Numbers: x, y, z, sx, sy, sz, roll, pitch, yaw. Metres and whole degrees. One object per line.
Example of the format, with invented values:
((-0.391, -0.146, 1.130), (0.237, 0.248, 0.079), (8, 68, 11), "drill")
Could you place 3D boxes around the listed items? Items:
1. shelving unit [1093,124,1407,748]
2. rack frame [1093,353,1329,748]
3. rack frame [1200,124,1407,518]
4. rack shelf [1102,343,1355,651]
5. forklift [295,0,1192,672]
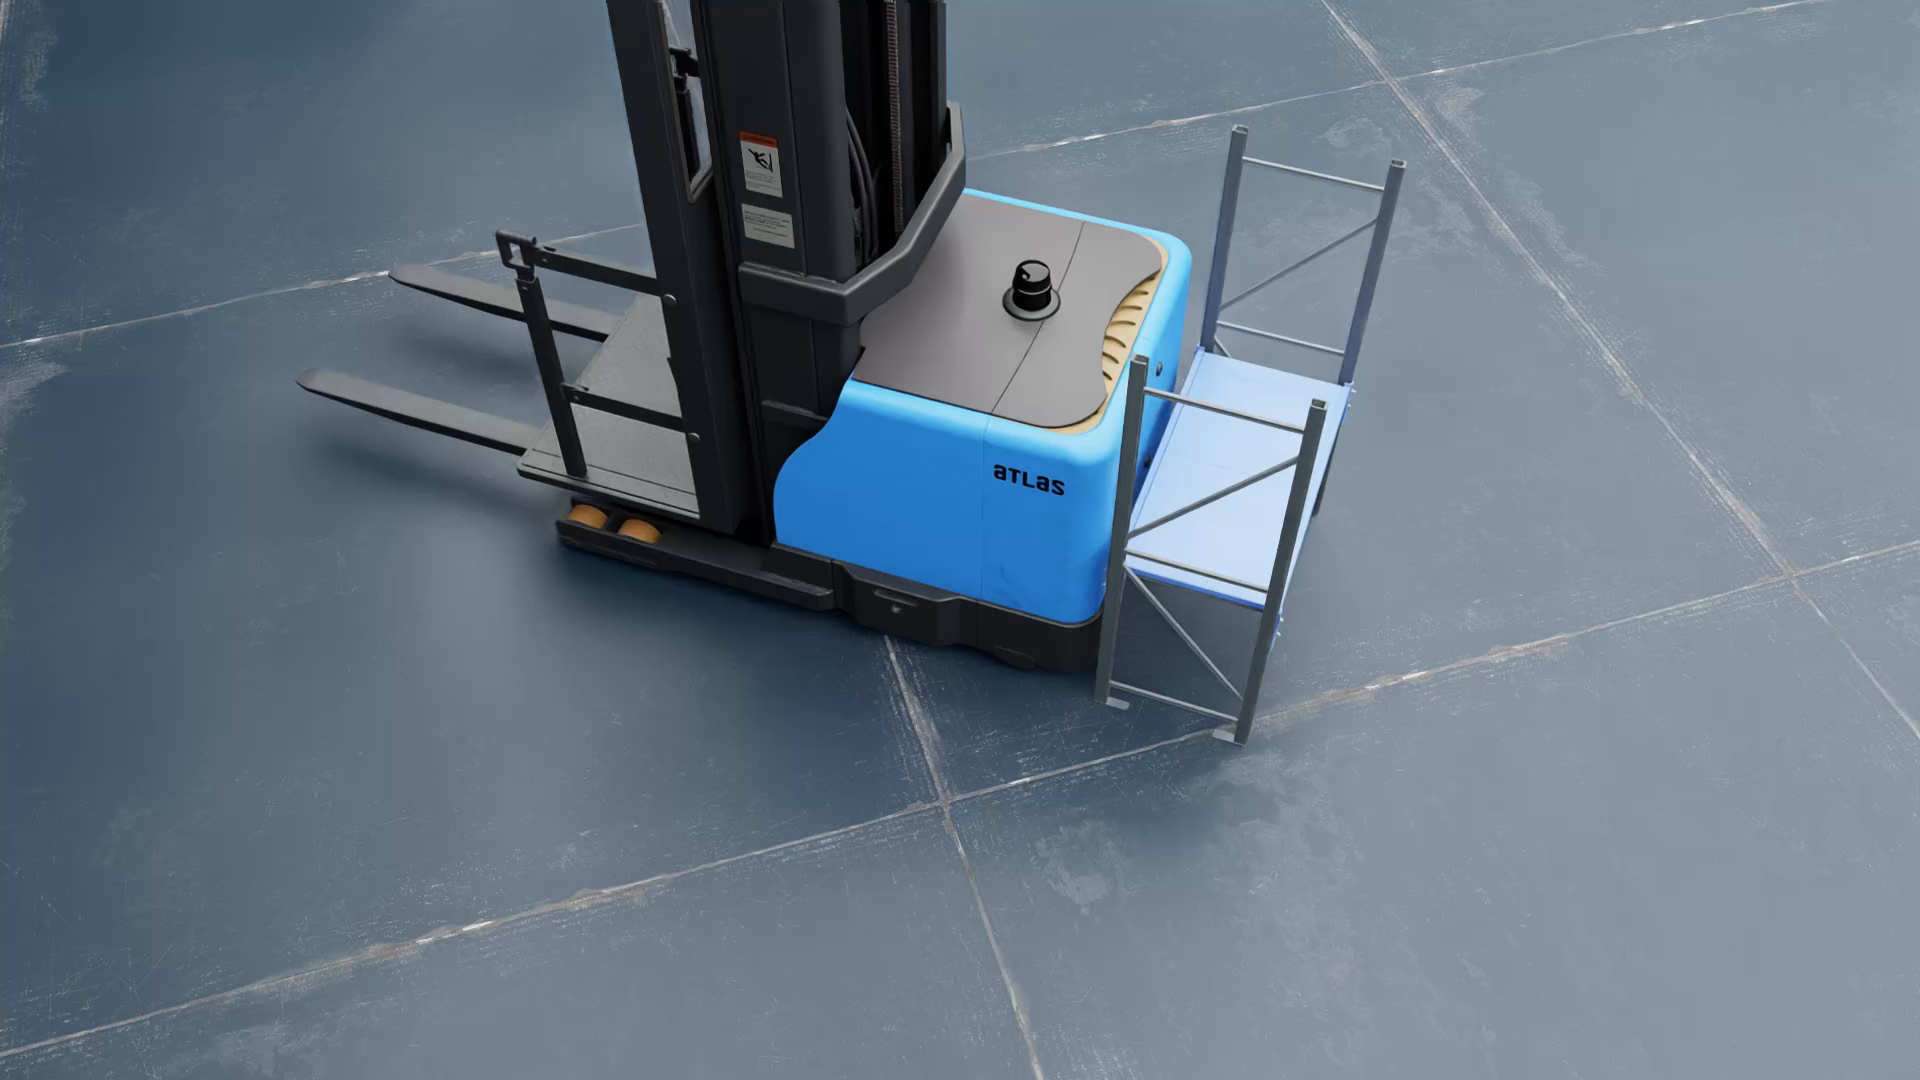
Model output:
((0.844, -0.275, 5.001), (0.538, 1.500, 1.048), (16, 52, 13), "shelving unit")
((0.666, 0.089, 4.694), (0.500, 1.500, 0.032), (16, 52, 13), "rack frame")
((1.021, -0.639, 5.308), (0.500, 1.500, 0.032), (16, 52, 13), "rack frame")
((0.844, -0.159, 5.139), (0.538, 0.185, 1.000), (16, 52, 13), "rack shelf")
((-0.841, -1.221, 4.862), (3.031, 2.935, 1.130), (15, 52, 13), "forklift")
